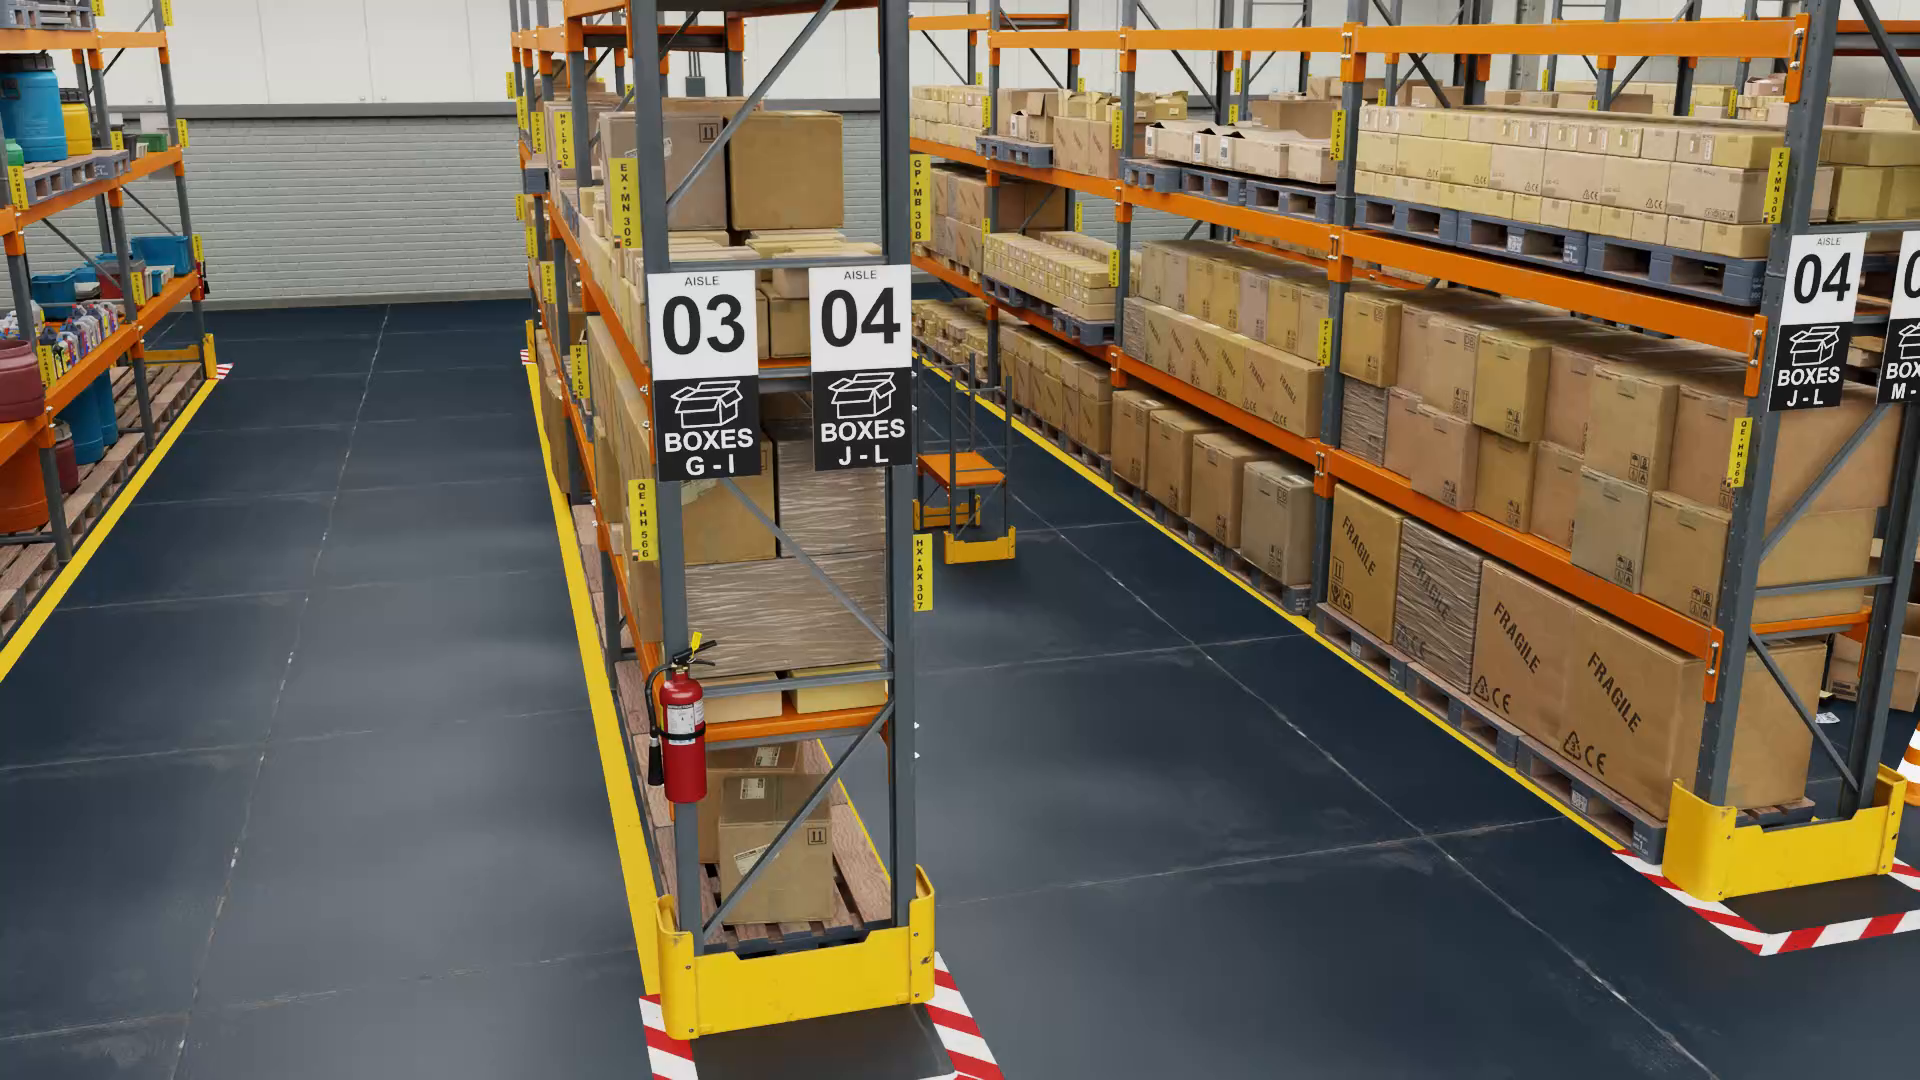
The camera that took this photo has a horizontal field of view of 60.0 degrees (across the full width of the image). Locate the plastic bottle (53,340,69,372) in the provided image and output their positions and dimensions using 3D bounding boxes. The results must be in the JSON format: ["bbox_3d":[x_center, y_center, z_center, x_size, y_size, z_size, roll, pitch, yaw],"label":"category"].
[{"bbox_3d":[-7.686,-1.576,14.208,0.097,0.271,0.097,0,17,0],"label":"plastic bottle"}]

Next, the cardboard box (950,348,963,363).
[{"bbox_3d":[0.095,-2.295,20.604,0.380,0.149,0.250,-5,17,-15],"label":"cardboard box"}]

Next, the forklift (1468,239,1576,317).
[{"bbox_3d":[5.047,-1.619,14.247,1.130,2.935,3.031,-10,19,-29],"label":"forklift"}]

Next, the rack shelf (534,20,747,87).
[{"bbox_3d":[-2.333,-3.405,11.591,1.077,0.370,4.000,-5,17,-15],"label":"rack shelf"}]

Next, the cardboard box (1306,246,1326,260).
[{"bbox_3d":[4.874,-3.947,21.703,0.500,0.500,0.500,-5,17,-16],"label":"cardboard box"}]

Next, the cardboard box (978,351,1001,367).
[{"bbox_3d":[0.423,-2.132,19.543,0.380,0.149,0.250,-4,17,-14],"label":"cardboard box"}]

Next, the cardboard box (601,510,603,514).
[{"bbox_3d":[-1.957,-0.241,9.976,0.380,0.149,0.250,-5,17,-15],"label":"cardboard box"}]

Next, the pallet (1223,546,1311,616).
[{"bbox_3d":[2.729,0.249,12.755,1.003,0.211,1.213,-5,17,-15],"label":"pallet"}]

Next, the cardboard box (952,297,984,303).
[{"bbox_3d":[0.105,-3.192,22.557,0.380,0.149,0.250,-4,17,-15],"label":"cardboard box"}]

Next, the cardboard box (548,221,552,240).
[{"bbox_3d":[-3.798,-3.080,17.073,0.797,0.503,0.637,-5,17,-17],"label":"cardboard box"}]

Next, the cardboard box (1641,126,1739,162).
[{"bbox_3d":[3.556,-1.926,8.082,0.380,0.149,0.250,-4,17,-14],"label":"cardboard box"}]

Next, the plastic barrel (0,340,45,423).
[{"bbox_3d":[-7.226,-1.190,12.464,0.600,0.536,0.708,-5,17,-15],"label":"plastic barrel"}]

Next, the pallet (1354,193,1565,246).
[{"bbox_3d":[3.228,-2.046,10.488,1.003,0.211,1.213,-5,17,-15],"label":"pallet"}]

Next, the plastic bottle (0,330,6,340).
[{"bbox_3d":[-8.467,-1.719,14.685,0.097,0.271,0.097,0,17,0],"label":"plastic bottle"}]

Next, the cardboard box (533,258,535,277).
[{"bbox_3d":[-4.640,-3.184,19.080,0.500,0.250,0.500,-4,17,-14],"label":"cardboard box"}]

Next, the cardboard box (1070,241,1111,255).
[{"bbox_3d":[1.393,-3.075,17.647,0.380,0.149,0.250,-5,18,-17],"label":"cardboard box"}]

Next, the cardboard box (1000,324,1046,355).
[{"bbox_3d":[0.764,-2.229,18.471,0.500,0.250,0.500,-5,18,-18],"label":"cardboard box"}]

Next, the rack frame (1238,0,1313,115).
[{"bbox_3d":[4.447,-7.490,23.246,1.000,3.000,0.127,-5,17,-15],"label":"rack frame"}]

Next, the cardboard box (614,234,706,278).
[{"bbox_3d":[-1.292,-1.232,7.192,0.380,0.149,0.250,-5,17,-15],"label":"cardboard box"}]

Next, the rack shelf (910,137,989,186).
[{"bbox_3d":[0.265,-4.737,20.544,1.077,0.370,4.000,-5,17,-15],"label":"rack shelf"}]

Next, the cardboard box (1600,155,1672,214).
[{"bbox_3d":[3.573,-1.780,8.290,0.500,0.250,0.500,-5,17,-15],"label":"cardboard box"}]

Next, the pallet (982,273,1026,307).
[{"bbox_3d":[0.885,-2.777,18.316,1.003,0.211,1.213,-5,17,-15],"label":"pallet"}]

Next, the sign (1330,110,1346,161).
[{"bbox_3d":[2.494,-2.668,10.960,0.100,0.325,0.005,-5,17,-15],"label":"sign"}]

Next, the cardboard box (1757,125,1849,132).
[{"bbox_3d":[4.189,-1.977,8.253,0.380,0.149,0.250,-5,17,-16],"label":"cardboard box"}]

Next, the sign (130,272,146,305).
[{"bbox_3d":[-8.215,-2.511,16.617,0.100,0.325,0.005,-5,17,-15],"label":"sign"}]

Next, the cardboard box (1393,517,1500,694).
[{"bbox_3d":[3.370,0.366,10.482,0.875,0.875,0.875,-5,17,-15],"label":"cardboard box"}]

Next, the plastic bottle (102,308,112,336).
[{"bbox_3d":[-8.225,-2.092,15.918,0.152,0.276,0.135,-5,17,-15],"label":"plastic bottle"}]

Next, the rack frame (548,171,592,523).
[{"bbox_3d":[-2.883,-1.621,14.134,1.000,3.000,0.127,-5,17,-15],"label":"rack frame"}]

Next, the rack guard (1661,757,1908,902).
[{"bbox_3d":[4.119,1.432,8.317,1.175,0.500,0.348,-5,17,-15],"label":"rack guard"}]

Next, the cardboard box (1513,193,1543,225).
[{"bbox_3d":[3.277,-1.825,9.131,0.380,0.149,0.250,-4,17,-15],"label":"cardboard box"}]

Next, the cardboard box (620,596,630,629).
[{"bbox_3d":[-1.931,0.300,11.318,0.700,0.500,0.500,-6,18,-20],"label":"cardboard box"}]

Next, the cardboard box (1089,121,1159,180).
[{"bbox_3d":[1.513,-3.607,15.360,0.500,0.500,0.500,-5,17,-15],"label":"cardboard box"}]

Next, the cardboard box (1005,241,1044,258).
[{"bbox_3d":[0.698,-3.095,17.714,0.380,0.149,0.250,-5,17,-16],"label":"cardboard box"}]

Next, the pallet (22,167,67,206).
[{"bbox_3d":[-7.761,-2.795,13.156,1.003,0.211,1.213,-5,17,-15],"label":"pallet"}]

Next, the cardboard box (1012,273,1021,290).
[{"bbox_3d":[0.766,-2.741,17.571,0.380,0.149,0.250,-5,18,-18],"label":"cardboard box"}]

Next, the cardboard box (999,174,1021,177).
[{"bbox_3d":[0.659,-4.189,20.254,0.500,0.500,0.500,-4,17,-14],"label":"cardboard box"}]

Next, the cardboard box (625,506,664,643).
[{"bbox_3d":[-1.061,0.118,7.653,0.875,0.500,0.500,-5,17,-15],"label":"cardboard box"}]

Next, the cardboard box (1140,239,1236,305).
[{"bbox_3d":[2.028,-2.387,14.772,0.700,0.500,0.500,-5,17,-16],"label":"cardboard box"}]

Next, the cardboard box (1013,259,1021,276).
[{"bbox_3d":[0.774,-2.880,17.517,0.380,0.149,0.250,-4,17,-13],"label":"cardboard box"}]

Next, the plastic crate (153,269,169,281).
[{"bbox_3d":[-9.379,-3.052,19.253,0.396,0.136,0.243,-5,17,-15],"label":"plastic crate"}]

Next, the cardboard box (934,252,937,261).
[{"bbox_3d":[-0.124,-3.679,21.421,0.380,0.149,0.250,-5,17,-16],"label":"cardboard box"}]

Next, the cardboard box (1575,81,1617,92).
[{"bbox_3d":[9.221,-6.473,23.947,0.500,0.250,0.500,-5,17,-16],"label":"cardboard box"}]

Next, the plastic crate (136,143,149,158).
[{"bbox_3d":[-9.037,-4.201,17.966,0.437,0.136,0.530,-5,17,-15],"label":"plastic crate"}]

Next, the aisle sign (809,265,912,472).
[{"bbox_3d":[-0.379,-0.660,6.415,0.394,0.787,0.004,-5,17,-15],"label":"aisle sign"}]

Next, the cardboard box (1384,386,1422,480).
[{"bbox_3d":[3.299,-0.699,10.805,0.875,0.550,0.550,-5,17,-15],"label":"cardboard box"}]

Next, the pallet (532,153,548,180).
[{"bbox_3d":[-3.421,-3.450,15.338,1.003,0.211,1.213,-4,17,-13],"label":"pallet"}]

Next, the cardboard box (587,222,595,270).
[{"bbox_3d":[-1.756,-1.589,9.073,0.500,0.250,0.500,-5,17,-16],"label":"cardboard box"}]

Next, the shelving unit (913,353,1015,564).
[{"bbox_3d":[0.021,-0.697,13.666,0.587,1.500,1.083,-5,17,-15],"label":"shelving unit"}]

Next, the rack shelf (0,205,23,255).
[{"bbox_3d":[-7.095,-1.768,10.661,1.077,0.370,4.000,-5,17,-15],"label":"rack shelf"}]

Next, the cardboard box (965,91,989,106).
[{"bbox_3d":[0.276,-5.088,19.162,0.380,0.149,0.250,-5,17,-15],"label":"cardboard box"}]

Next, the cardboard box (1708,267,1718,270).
[{"bbox_3d":[6.979,-2.224,14.722,0.500,0.500,0.500,-5,18,-17],"label":"cardboard box"}]

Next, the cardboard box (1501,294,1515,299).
[{"bbox_3d":[6.102,-2.592,17.628,0.500,0.250,0.500,-4,17,-14],"label":"cardboard box"}]

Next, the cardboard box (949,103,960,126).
[{"bbox_3d":[0.164,-5.092,19.867,0.500,0.250,0.500,-4,17,-13],"label":"cardboard box"}]

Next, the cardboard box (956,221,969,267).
[{"bbox_3d":[0.269,-3.537,19.822,0.500,0.500,0.500,-5,17,-17],"label":"cardboard box"}]

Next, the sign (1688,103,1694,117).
[{"bbox_3d":[7.168,-4.131,16.378,0.100,0.325,0.005,-5,17,-15],"label":"sign"}]
